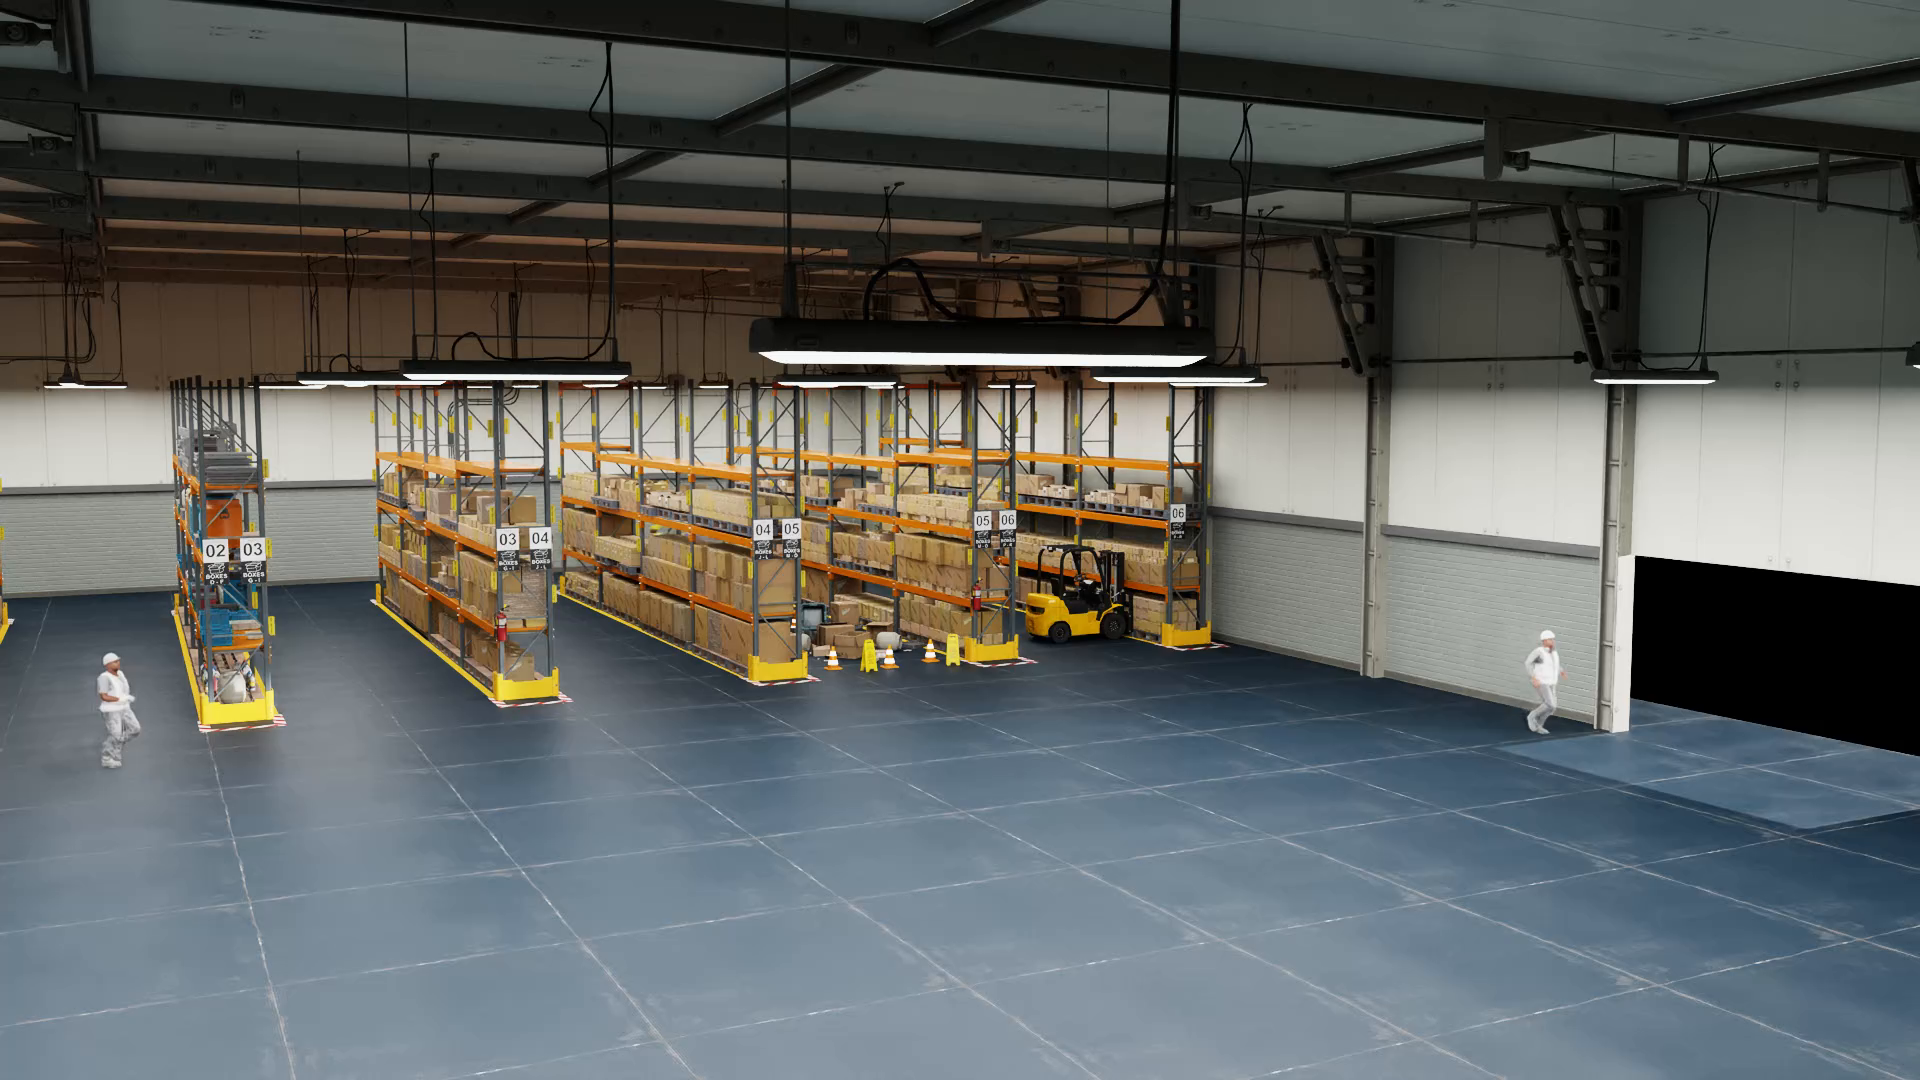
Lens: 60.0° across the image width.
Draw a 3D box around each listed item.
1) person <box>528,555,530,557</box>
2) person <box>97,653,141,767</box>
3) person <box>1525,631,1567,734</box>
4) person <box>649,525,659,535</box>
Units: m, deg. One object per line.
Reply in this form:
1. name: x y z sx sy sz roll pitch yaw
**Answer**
1. person: -11.411 0.940 44.708 0.540 1.576 0.888 -2 6 -26
2. person: -12.826 2.587 25.362 0.623 1.740 0.669 0 5 5
3. person: 9.841 2.384 27.820 0.667 1.738 0.556 -4 6 -35
4. person: -9.105 0.423 49.846 0.844 1.766 0.690 -2 5 -18
